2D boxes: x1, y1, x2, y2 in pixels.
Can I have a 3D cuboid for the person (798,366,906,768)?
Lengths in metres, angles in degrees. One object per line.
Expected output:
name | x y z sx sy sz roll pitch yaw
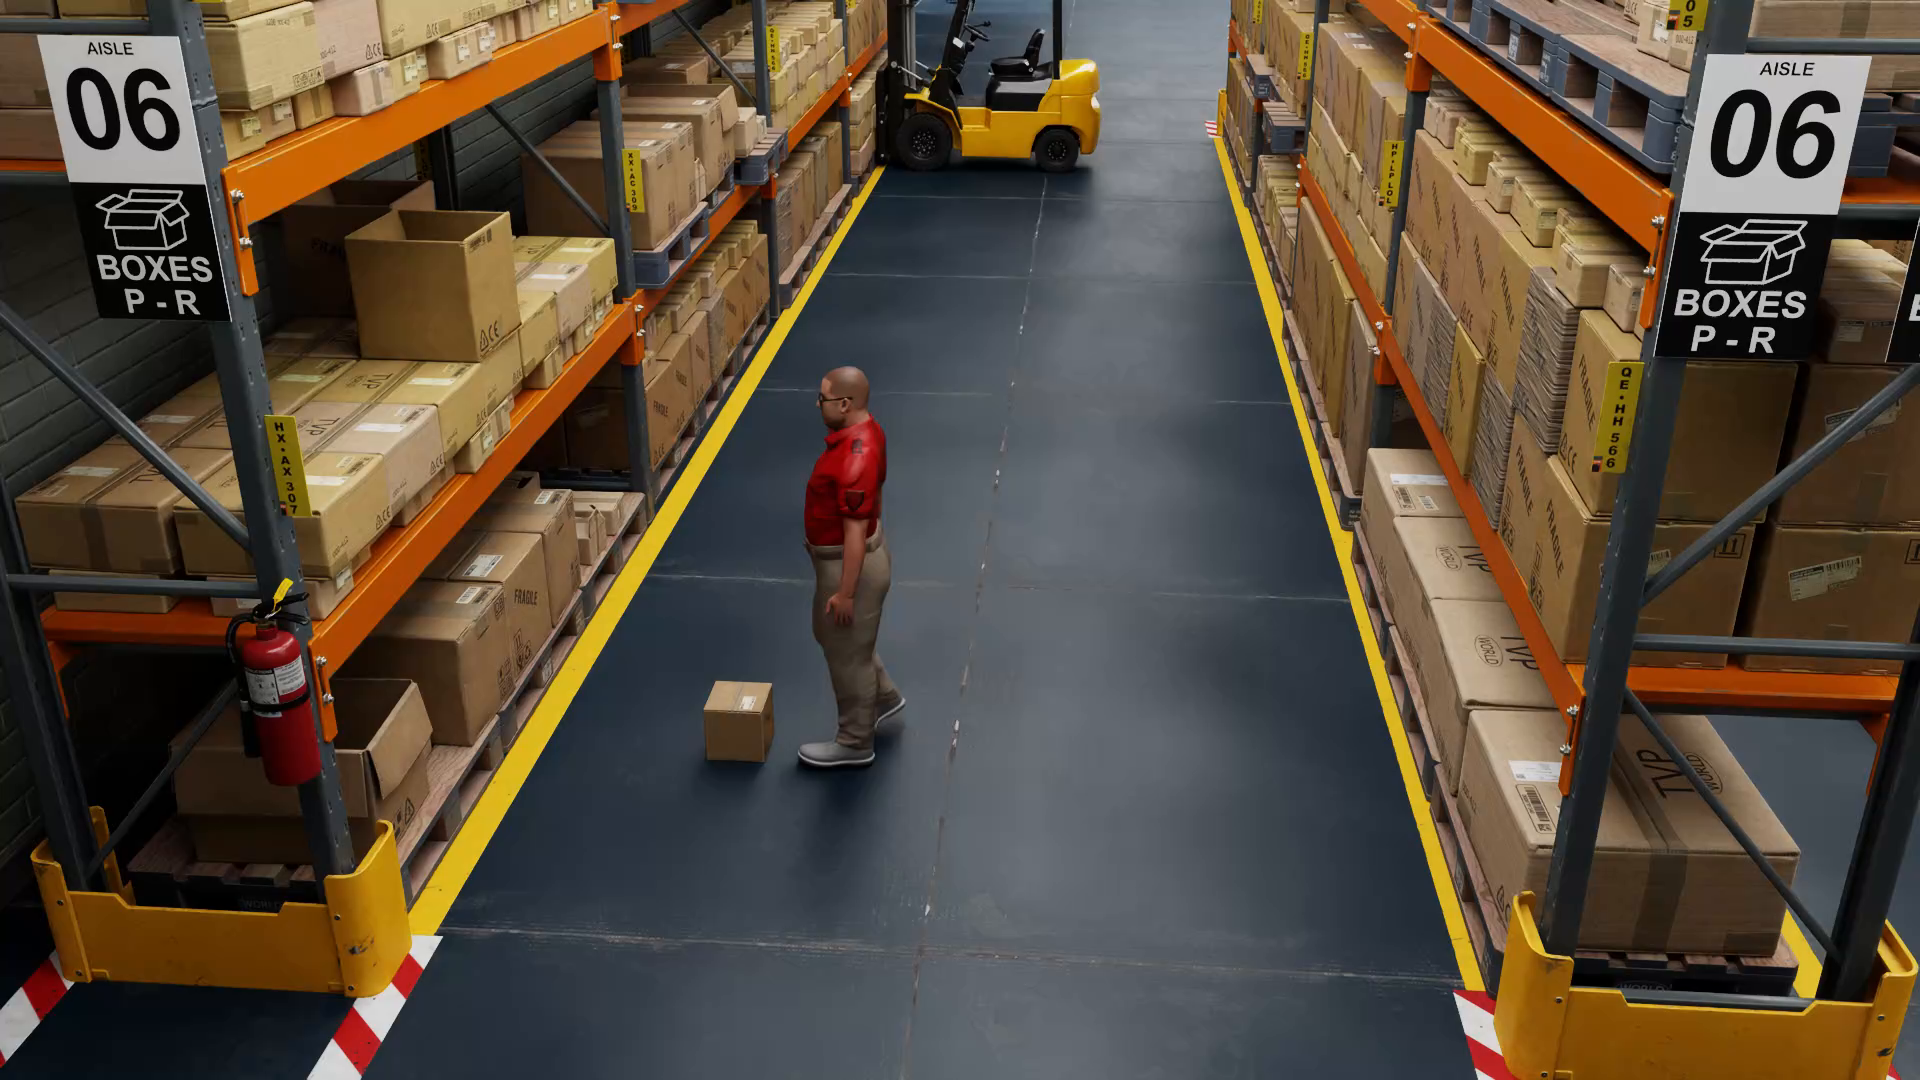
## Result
person | -0.464 0.120 6.832 0.458 1.723 0.562 0 24 -1
